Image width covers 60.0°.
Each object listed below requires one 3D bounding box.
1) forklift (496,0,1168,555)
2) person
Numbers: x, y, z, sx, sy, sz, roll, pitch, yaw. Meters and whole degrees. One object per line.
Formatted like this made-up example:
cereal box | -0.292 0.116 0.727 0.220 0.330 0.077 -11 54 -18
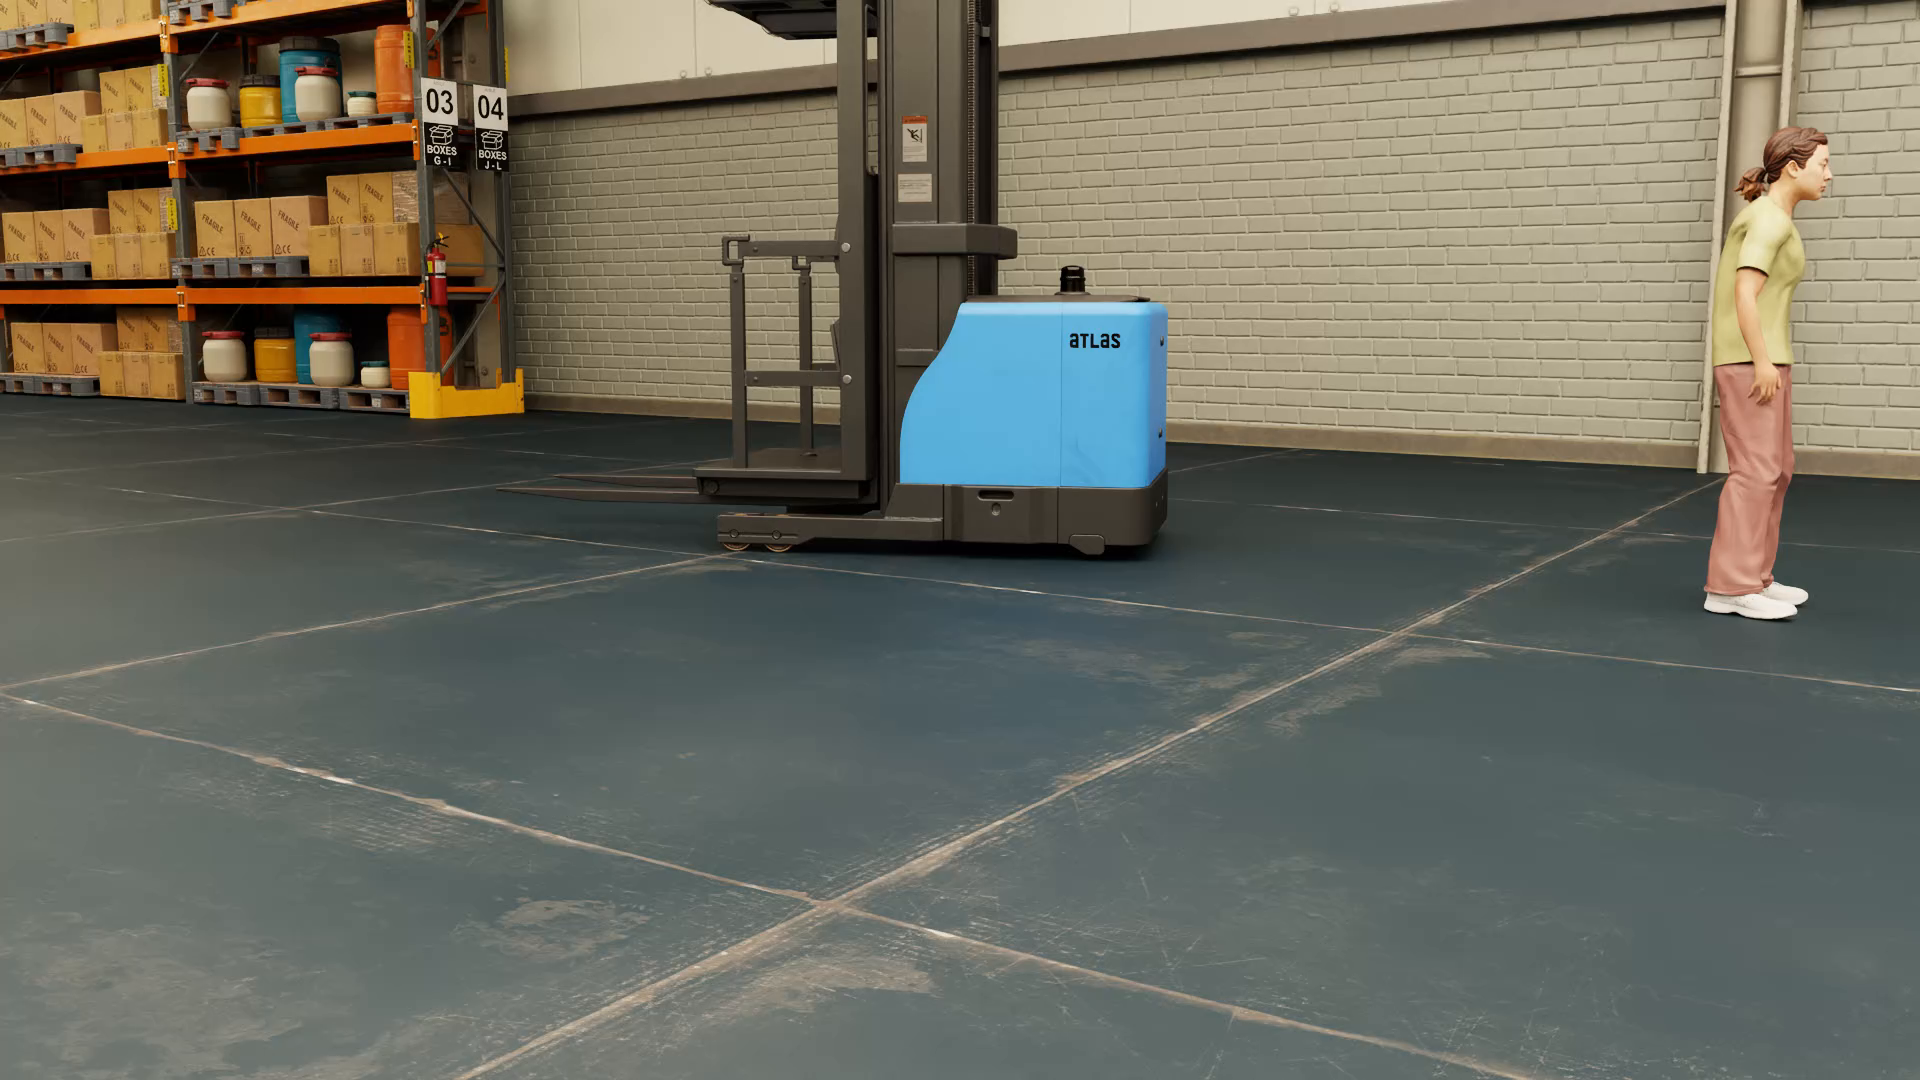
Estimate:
forklift | -0.596 -1.469 7.520 3.031 2.935 1.130 2 8 12
person | 2.809 -0.588 5.800 0.356 1.673 0.518 5 9 30
